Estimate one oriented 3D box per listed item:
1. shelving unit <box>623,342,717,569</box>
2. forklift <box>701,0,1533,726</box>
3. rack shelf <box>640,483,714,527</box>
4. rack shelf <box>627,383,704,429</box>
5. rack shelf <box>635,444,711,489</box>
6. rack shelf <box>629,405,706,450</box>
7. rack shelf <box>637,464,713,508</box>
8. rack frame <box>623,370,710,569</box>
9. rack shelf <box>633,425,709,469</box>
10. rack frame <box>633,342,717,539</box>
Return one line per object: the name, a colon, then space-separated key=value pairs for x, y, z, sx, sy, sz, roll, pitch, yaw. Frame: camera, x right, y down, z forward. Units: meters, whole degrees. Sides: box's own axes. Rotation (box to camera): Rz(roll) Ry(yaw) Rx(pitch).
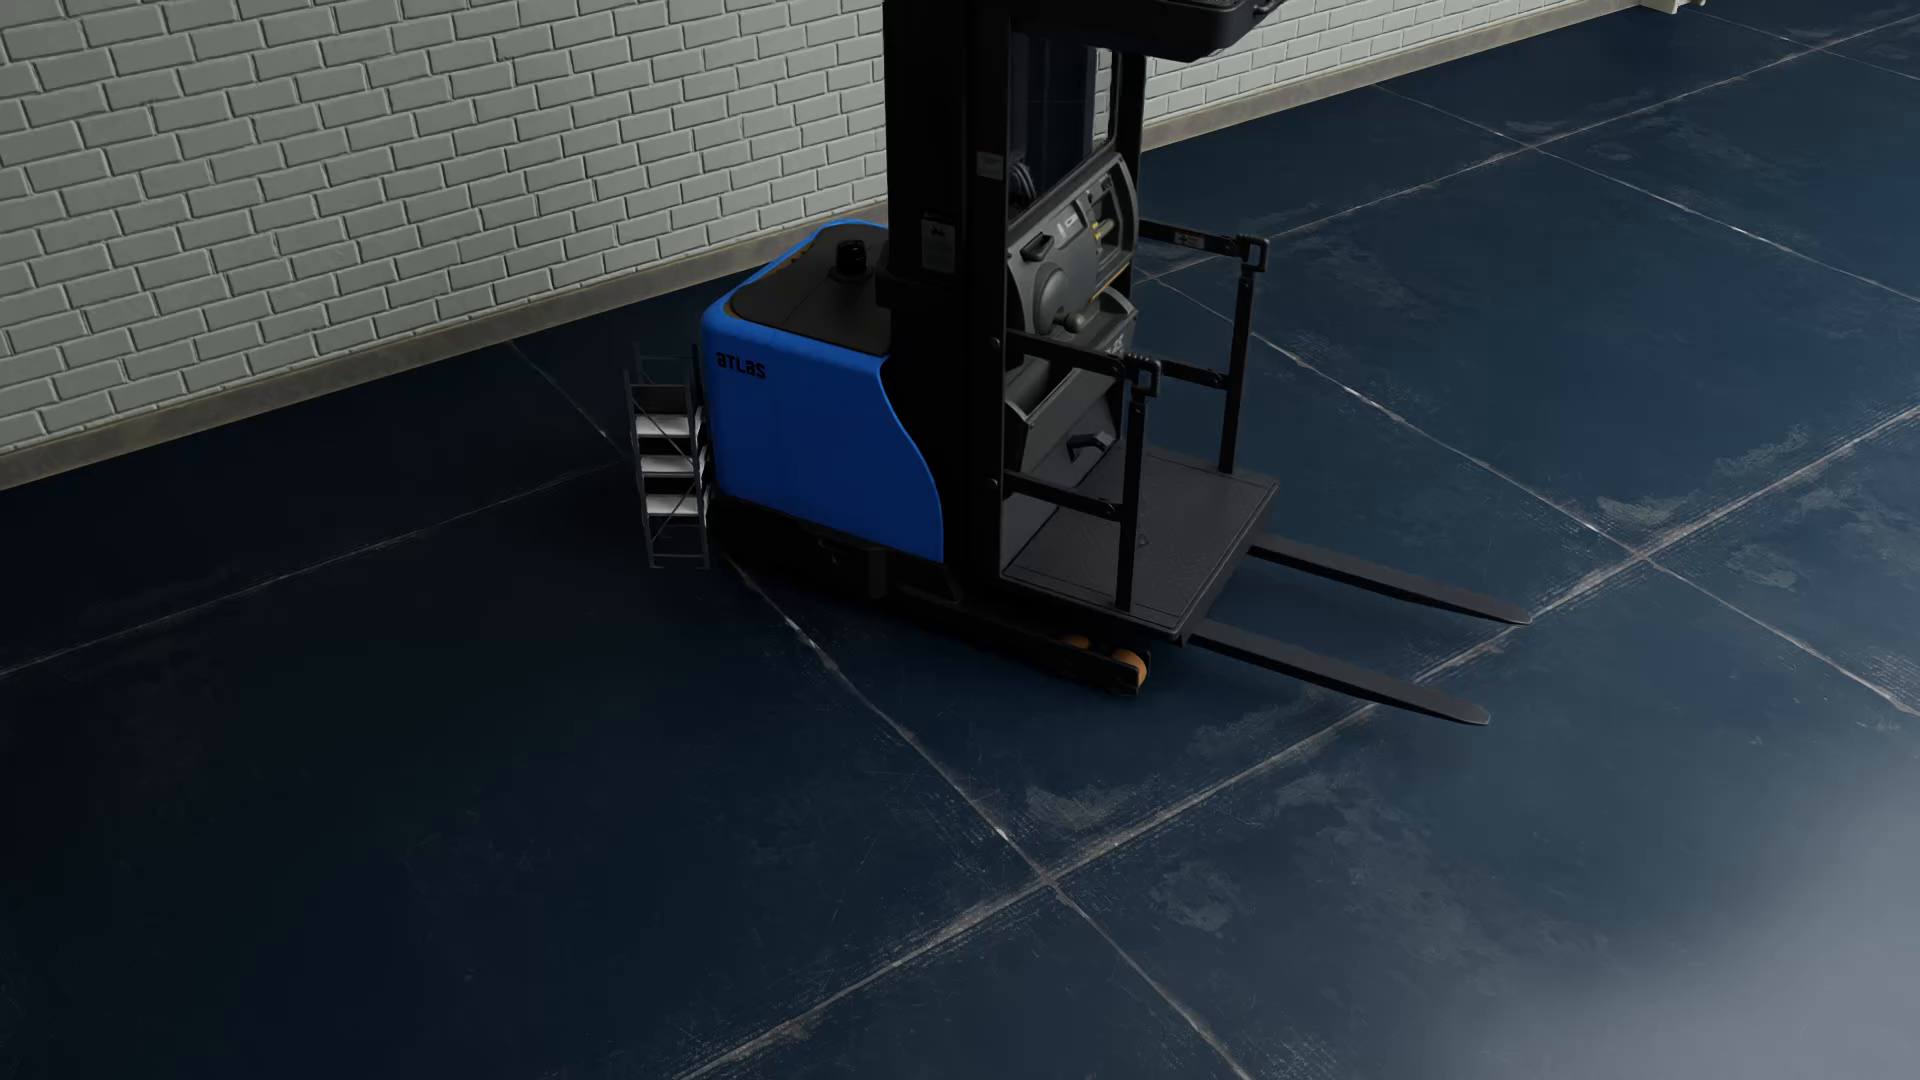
shelving unit: x=-1.109 y=-0.313 z=6.415 sx=0.258 sy=0.900 sz=0.210 roll=1 pitch=36 yaw=1
forklift: x=0.575 y=-0.987 z=5.611 sx=3.031 sy=2.935 sz=1.130 roll=18 pitch=39 yaw=23
rack shelf: x=-1.109 y=-0.140 z=6.539 sx=0.258 sy=0.077 sz=0.200 roll=1 pitch=36 yaw=1
rack shelf: x=-1.109 y=-0.505 z=6.277 sx=0.258 sy=0.077 sz=0.200 roll=1 pitch=36 yaw=1
rack shelf: x=-1.109 y=-0.286 z=6.434 sx=0.258 sy=0.077 sz=0.200 roll=1 pitch=36 yaw=1
rack shelf: x=-1.109 y=-0.432 z=6.329 sx=0.258 sy=0.077 sz=0.200 roll=1 pitch=36 yaw=1
rack shelf: x=-1.109 y=-0.213 z=6.487 sx=0.258 sy=0.077 sz=0.200 roll=1 pitch=36 yaw=1
rack frame: x=-1.112 y=-0.254 z=6.332 sx=0.240 sy=0.900 sz=0.006 roll=1 pitch=36 yaw=1
rack shelf: x=-1.109 y=-0.359 z=6.382 sx=0.258 sy=0.077 sz=0.200 roll=1 pitch=36 yaw=1
rack frame: x=-1.106 y=-0.373 z=6.497 sx=0.240 sy=0.900 sz=0.006 roll=1 pitch=36 yaw=1
